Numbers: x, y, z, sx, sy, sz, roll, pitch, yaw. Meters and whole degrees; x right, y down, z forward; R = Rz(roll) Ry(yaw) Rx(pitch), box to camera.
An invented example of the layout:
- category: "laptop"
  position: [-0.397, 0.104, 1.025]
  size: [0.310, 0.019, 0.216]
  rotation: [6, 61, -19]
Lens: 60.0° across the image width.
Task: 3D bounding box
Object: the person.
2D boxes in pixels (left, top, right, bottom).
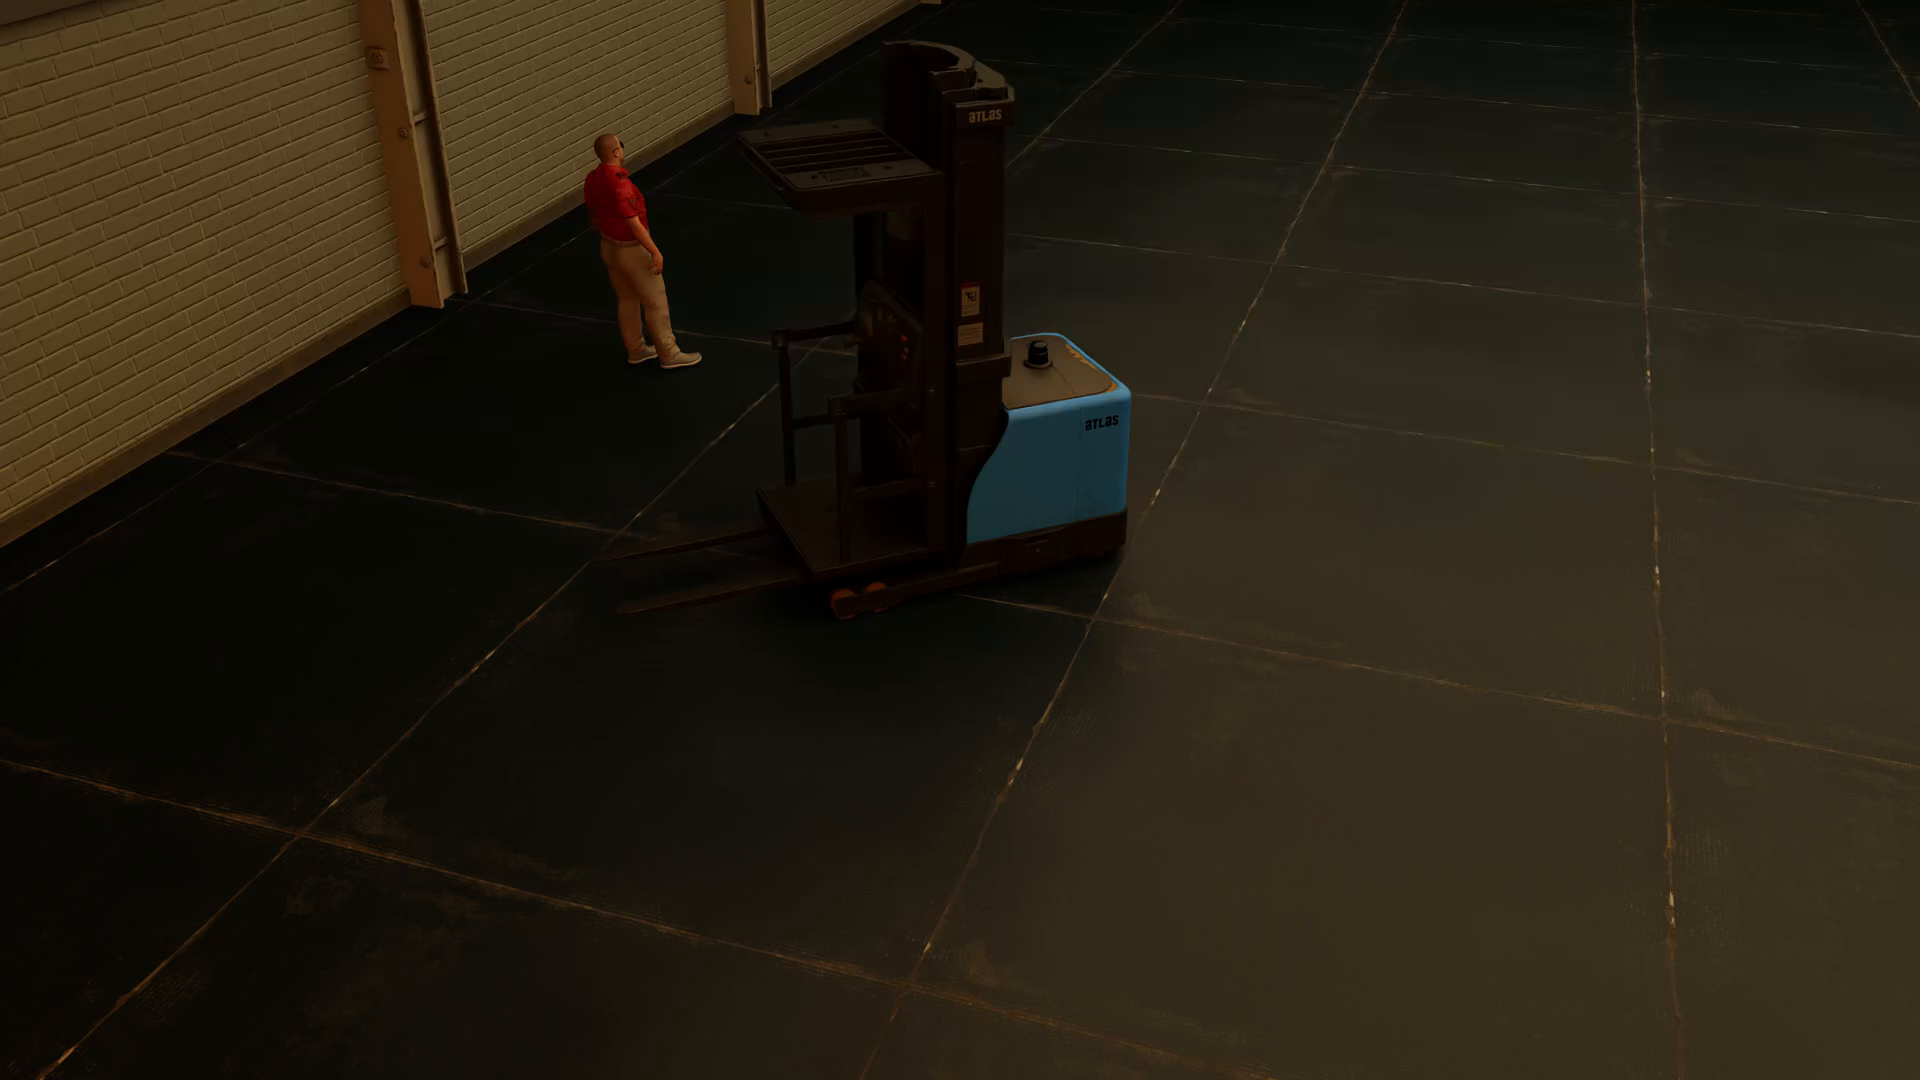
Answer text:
- category: "person"
  position: [-2.318, -2.095, 12.012]
  size: [0.638, 1.727, 0.553]
  rotation: [26, 39, 37]

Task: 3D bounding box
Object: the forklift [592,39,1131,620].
- category: "forklift"
  position: [-0.578, -1.125, 9.111]
  size: [3.031, 2.935, 1.130]
  rotation: [-12, 32, -20]
